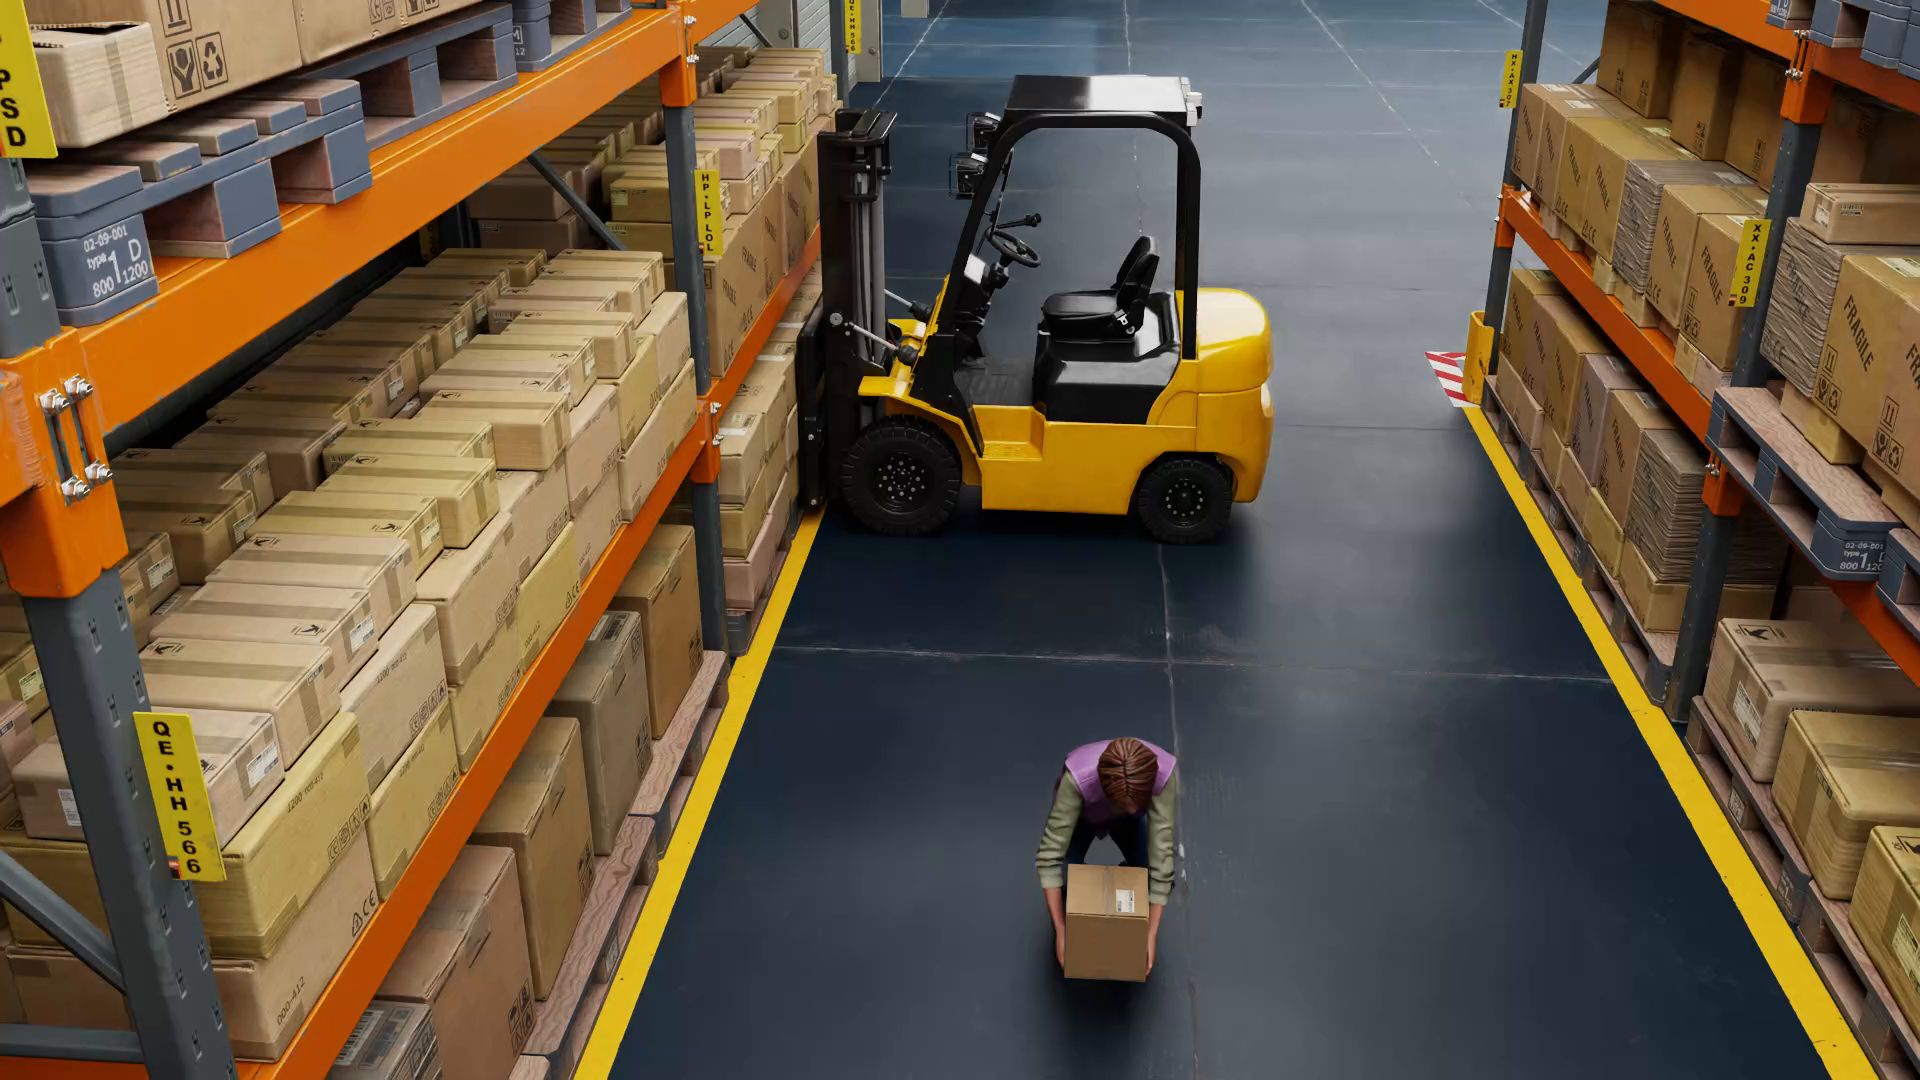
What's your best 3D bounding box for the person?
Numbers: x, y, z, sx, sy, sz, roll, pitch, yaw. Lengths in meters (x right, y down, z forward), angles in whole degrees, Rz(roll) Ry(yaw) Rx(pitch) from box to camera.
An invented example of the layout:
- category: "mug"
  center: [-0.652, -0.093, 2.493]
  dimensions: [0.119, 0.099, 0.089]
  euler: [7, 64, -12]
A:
- category: "person"
  center: [0.479, 0.944, 5.428]
  dimensions: [0.451, 0.895, 0.807]
  euler: [2, 25, 4]
